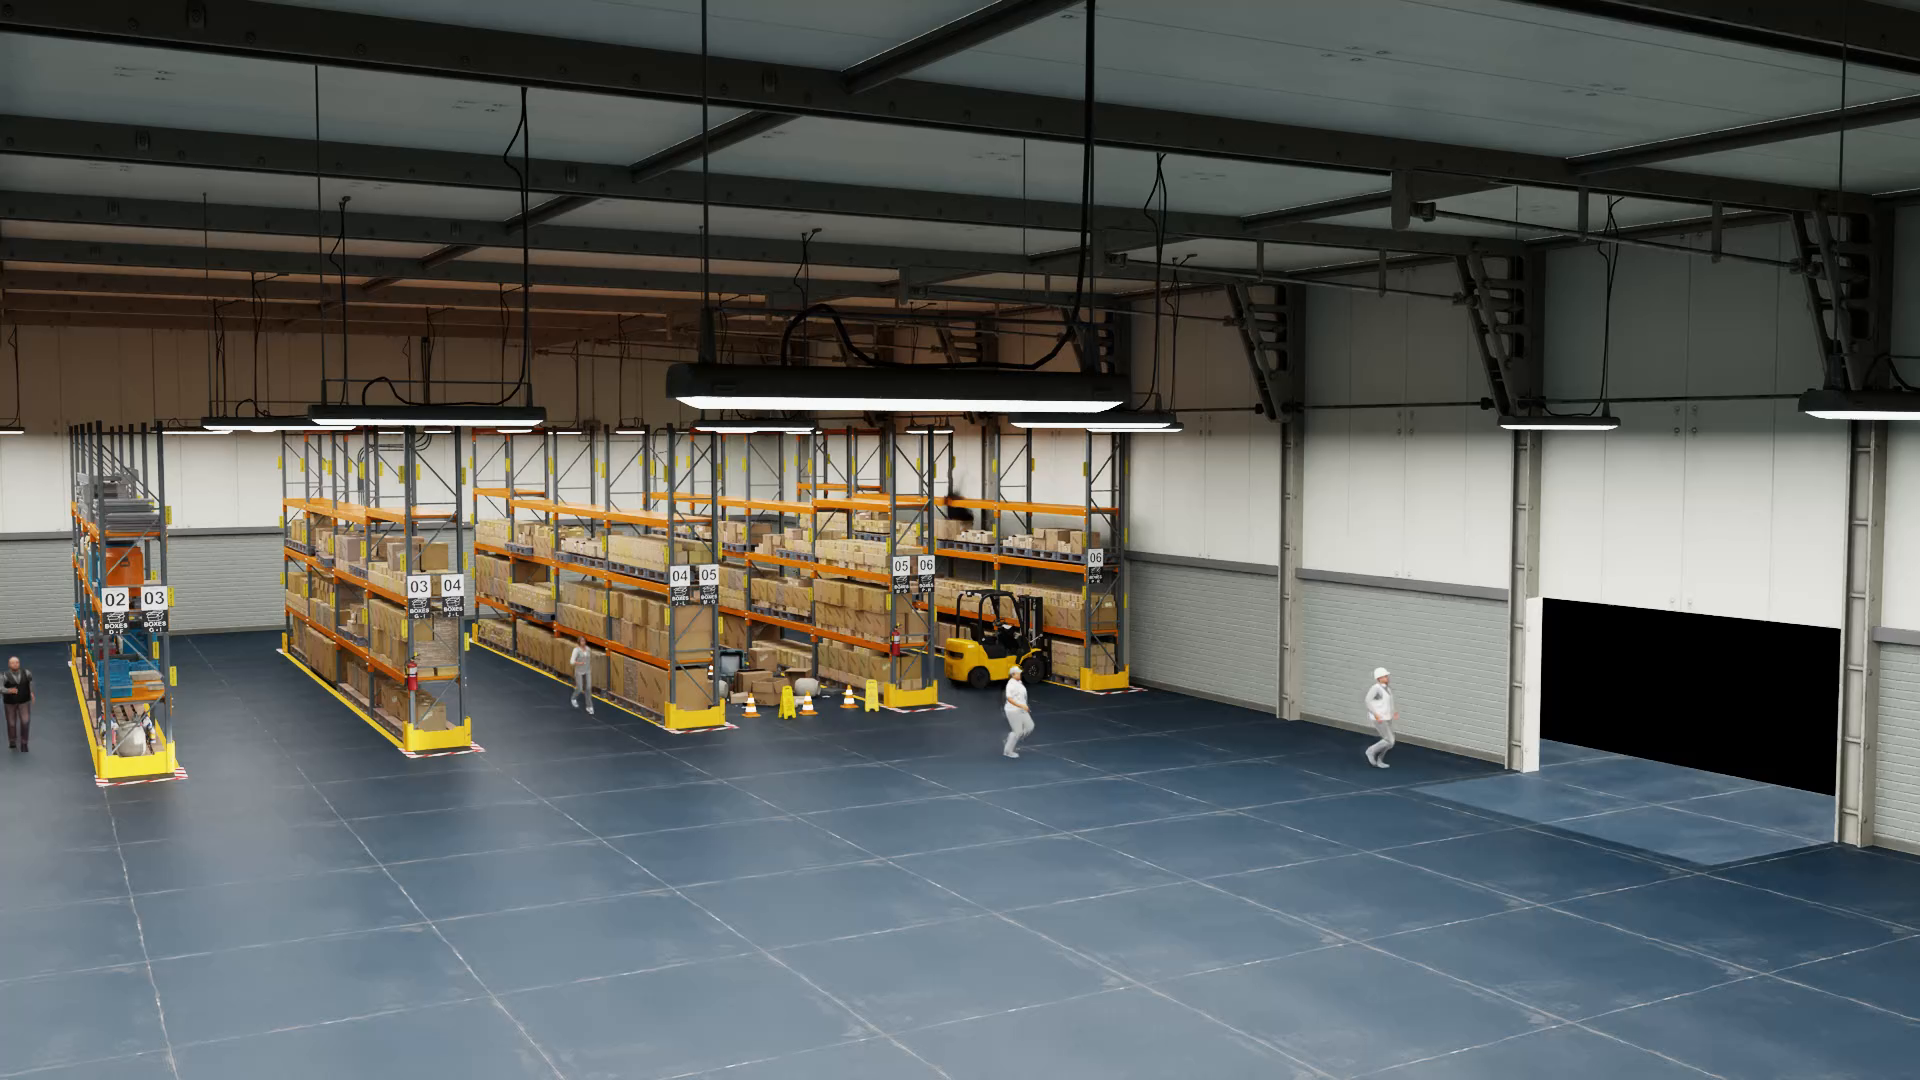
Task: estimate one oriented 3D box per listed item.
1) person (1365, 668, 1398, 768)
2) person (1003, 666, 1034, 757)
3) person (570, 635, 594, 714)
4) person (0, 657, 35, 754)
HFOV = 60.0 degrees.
[{"bbox_3d":[7.300,3.078,28.756,0.515,1.735,0.666,3,4,38],"label":"person"},{"bbox_3d":[1.041,3.070,29.817,0.527,1.629,0.617,1,4,20],"label":"person"},{"bbox_3d":[-7.844,2.775,34.524,0.540,1.597,0.879,-3,4,-37],"label":"person"},{"bbox_3d":[-17.115,3.003,30.177,0.620,1.771,0.827,-2,4,-35],"label":"person"}]
